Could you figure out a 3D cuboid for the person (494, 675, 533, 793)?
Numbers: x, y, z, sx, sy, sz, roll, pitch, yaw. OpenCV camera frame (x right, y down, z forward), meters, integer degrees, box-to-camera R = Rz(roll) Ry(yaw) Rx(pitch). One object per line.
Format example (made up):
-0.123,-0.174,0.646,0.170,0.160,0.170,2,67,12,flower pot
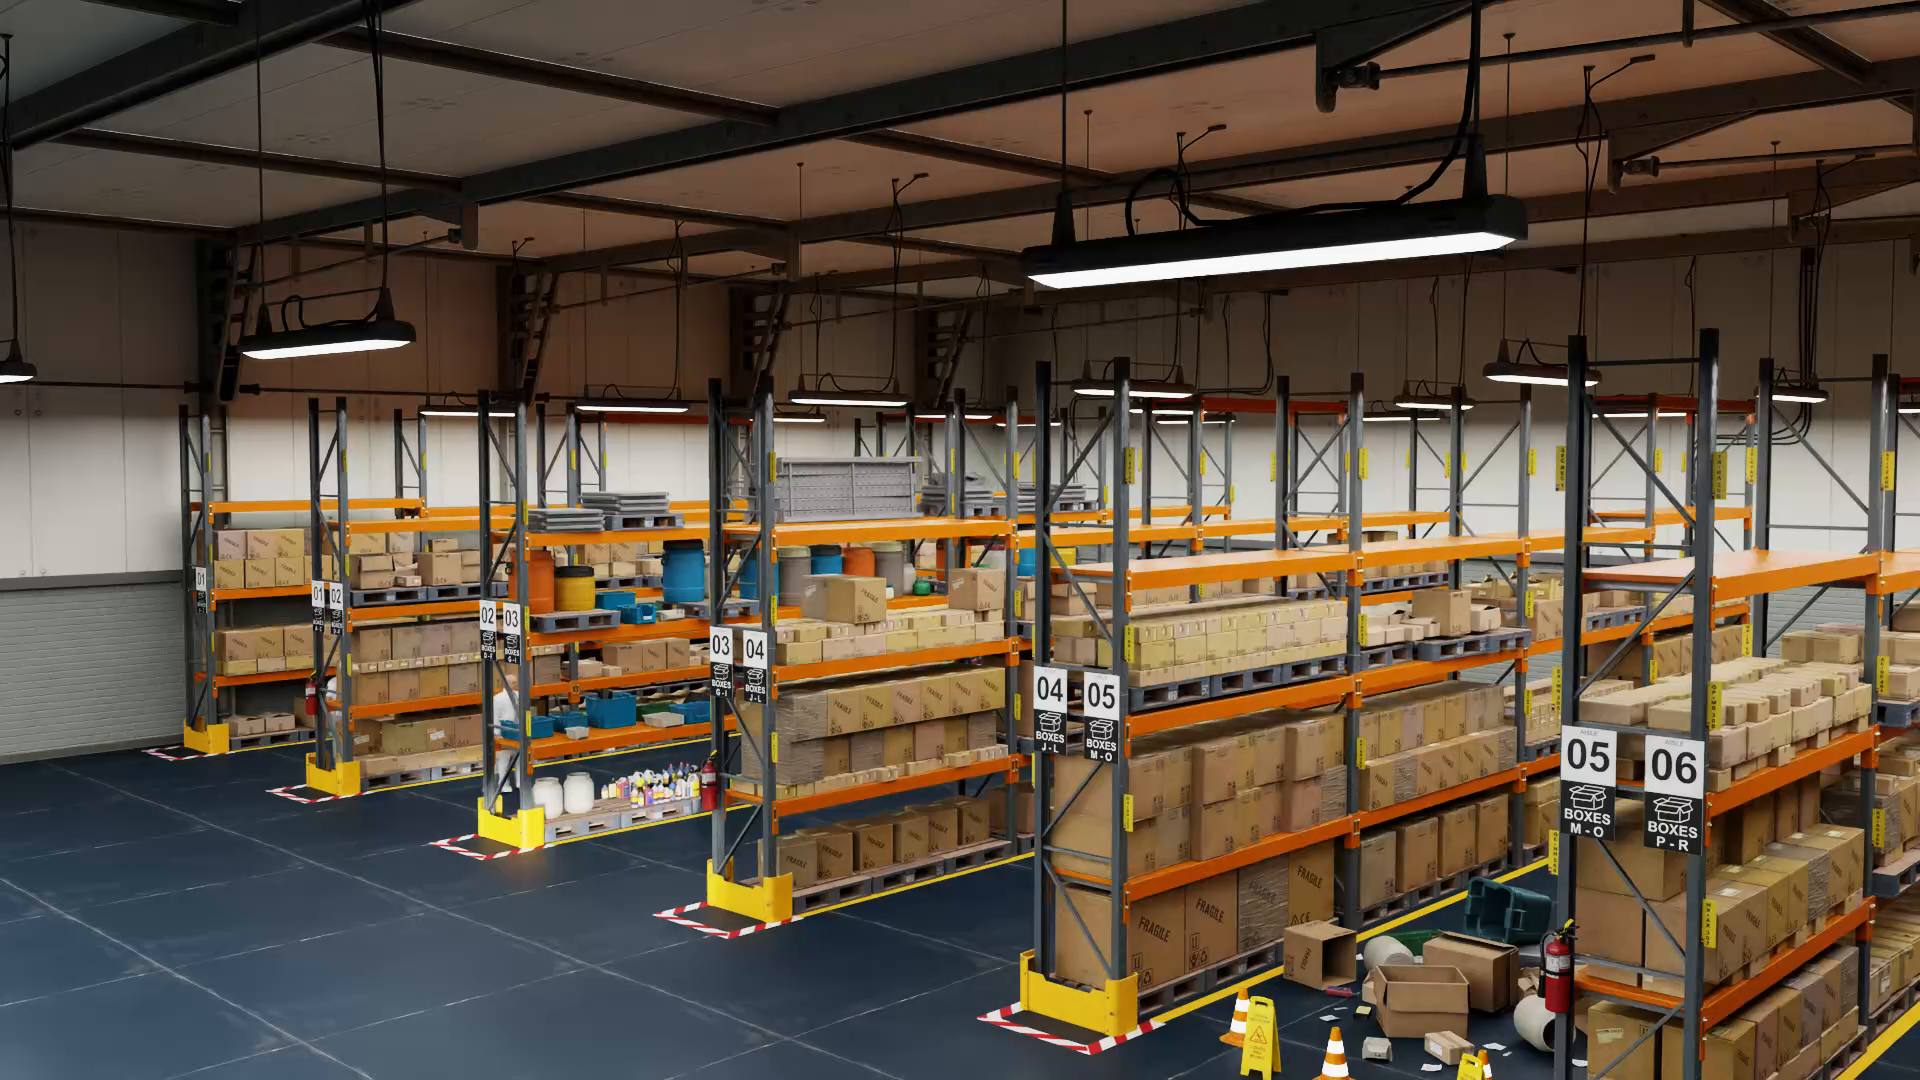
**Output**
-6.820,2.962,25.332,0.464,1.818,0.679,2,3,30,person

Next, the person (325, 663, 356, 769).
-10.075,2.878,27.164,0.592,1.813,0.454,-3,4,-42,person
